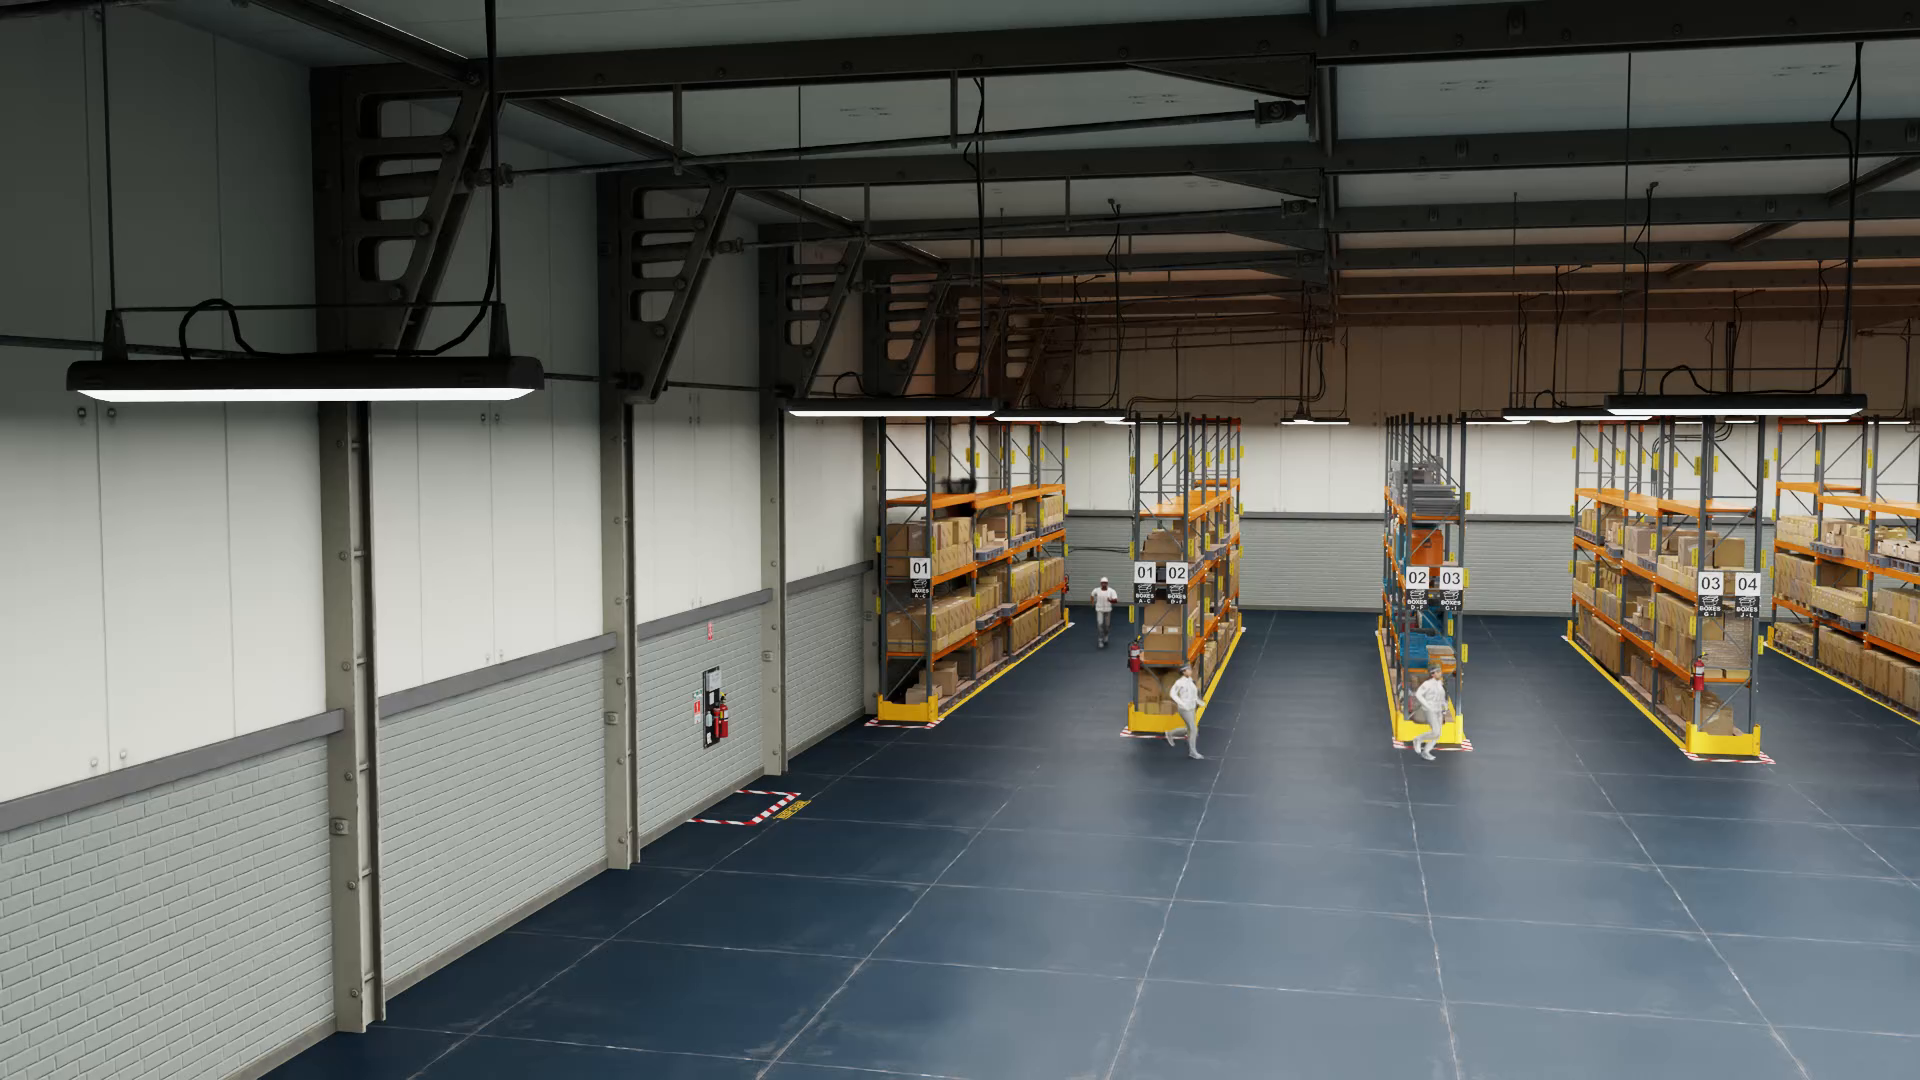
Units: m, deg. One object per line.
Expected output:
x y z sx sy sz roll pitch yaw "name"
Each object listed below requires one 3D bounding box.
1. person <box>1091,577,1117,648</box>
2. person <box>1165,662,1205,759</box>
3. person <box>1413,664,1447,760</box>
3.775 1.874 43.588 0.684 1.801 0.893 0 4 2 "person"
3.891 2.945 28.935 0.762 1.684 0.618 2 5 33 "person"
8.177 2.958 28.782 0.647 1.649 0.504 -3 5 -37 "person"
